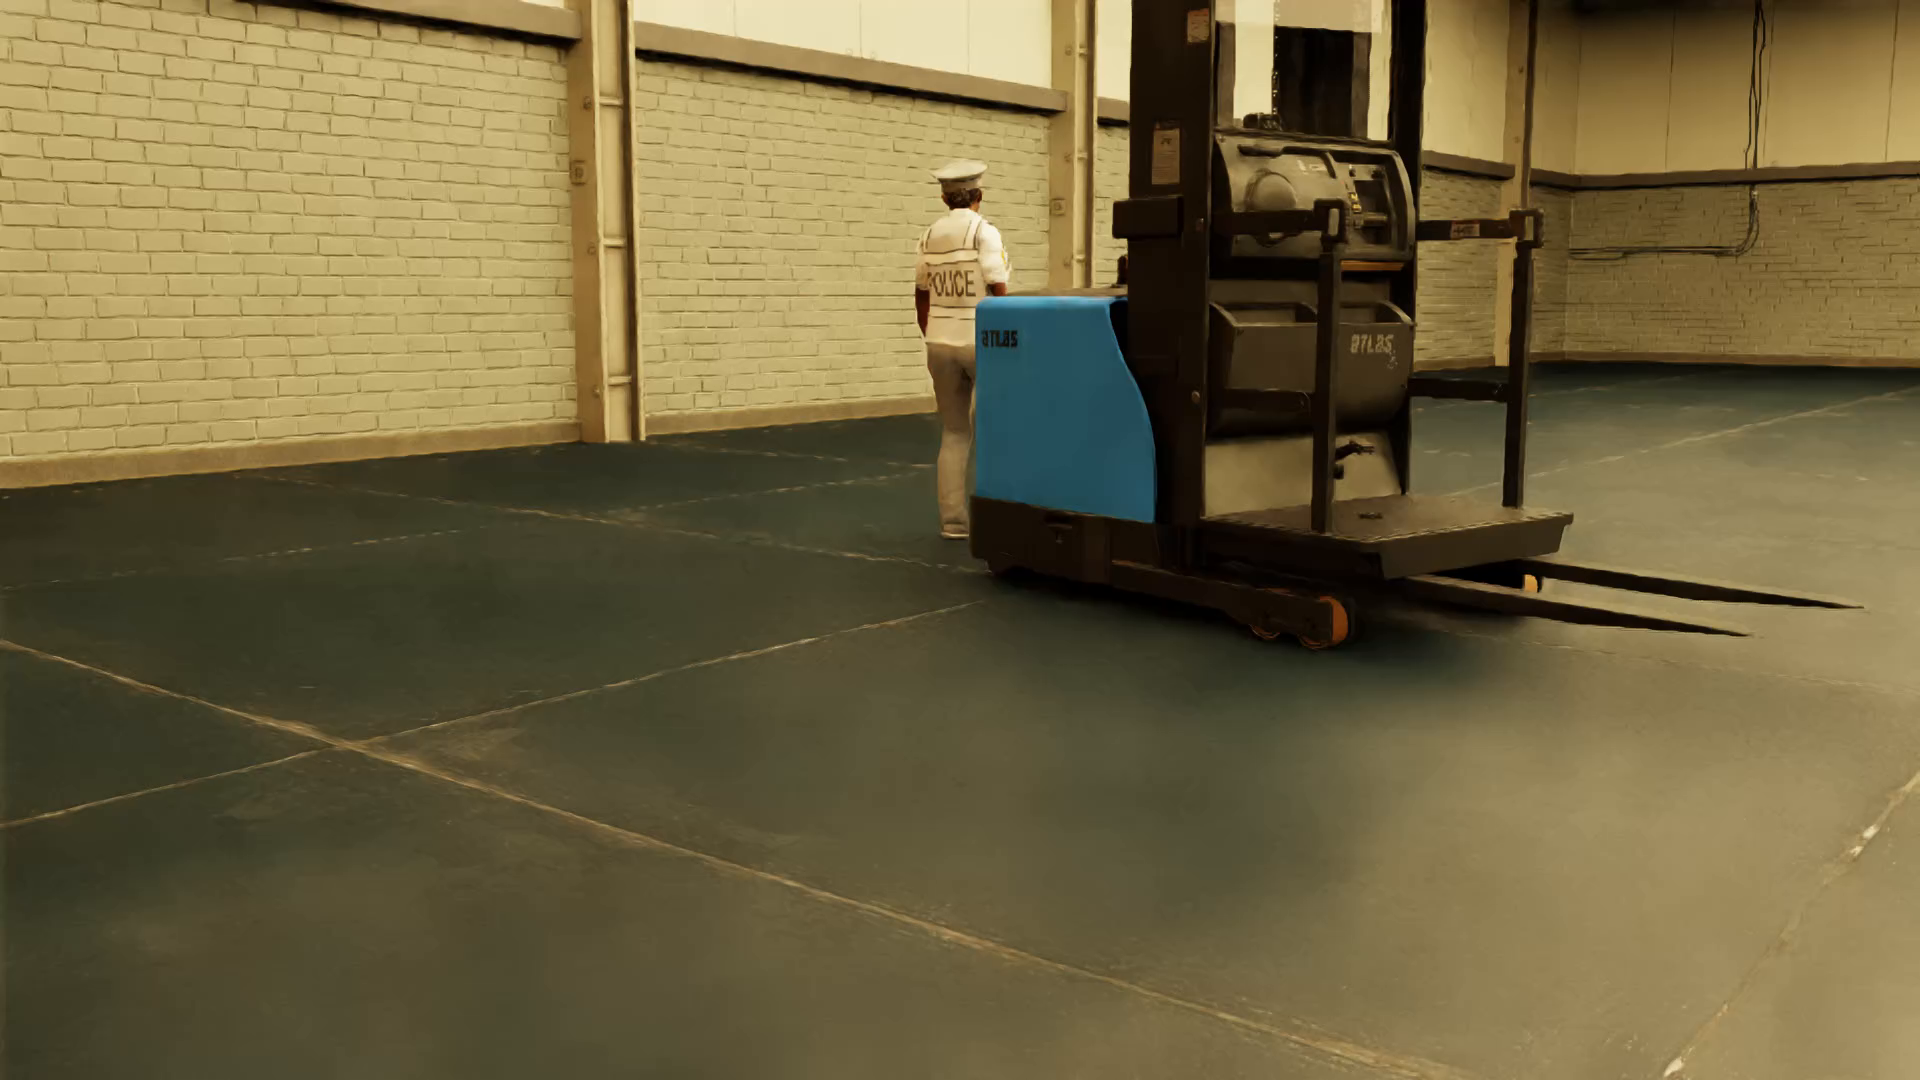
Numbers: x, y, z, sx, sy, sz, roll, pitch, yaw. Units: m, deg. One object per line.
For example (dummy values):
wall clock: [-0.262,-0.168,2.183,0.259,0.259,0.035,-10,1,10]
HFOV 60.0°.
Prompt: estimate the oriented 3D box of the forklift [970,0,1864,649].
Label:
forklift: [1.337,-1.194,5.442,1.130,2.935,3.031,-6,10,-37]

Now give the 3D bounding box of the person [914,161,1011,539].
person: [0.080,-0.843,7.427,0.591,1.665,0.519,6,10,34]
